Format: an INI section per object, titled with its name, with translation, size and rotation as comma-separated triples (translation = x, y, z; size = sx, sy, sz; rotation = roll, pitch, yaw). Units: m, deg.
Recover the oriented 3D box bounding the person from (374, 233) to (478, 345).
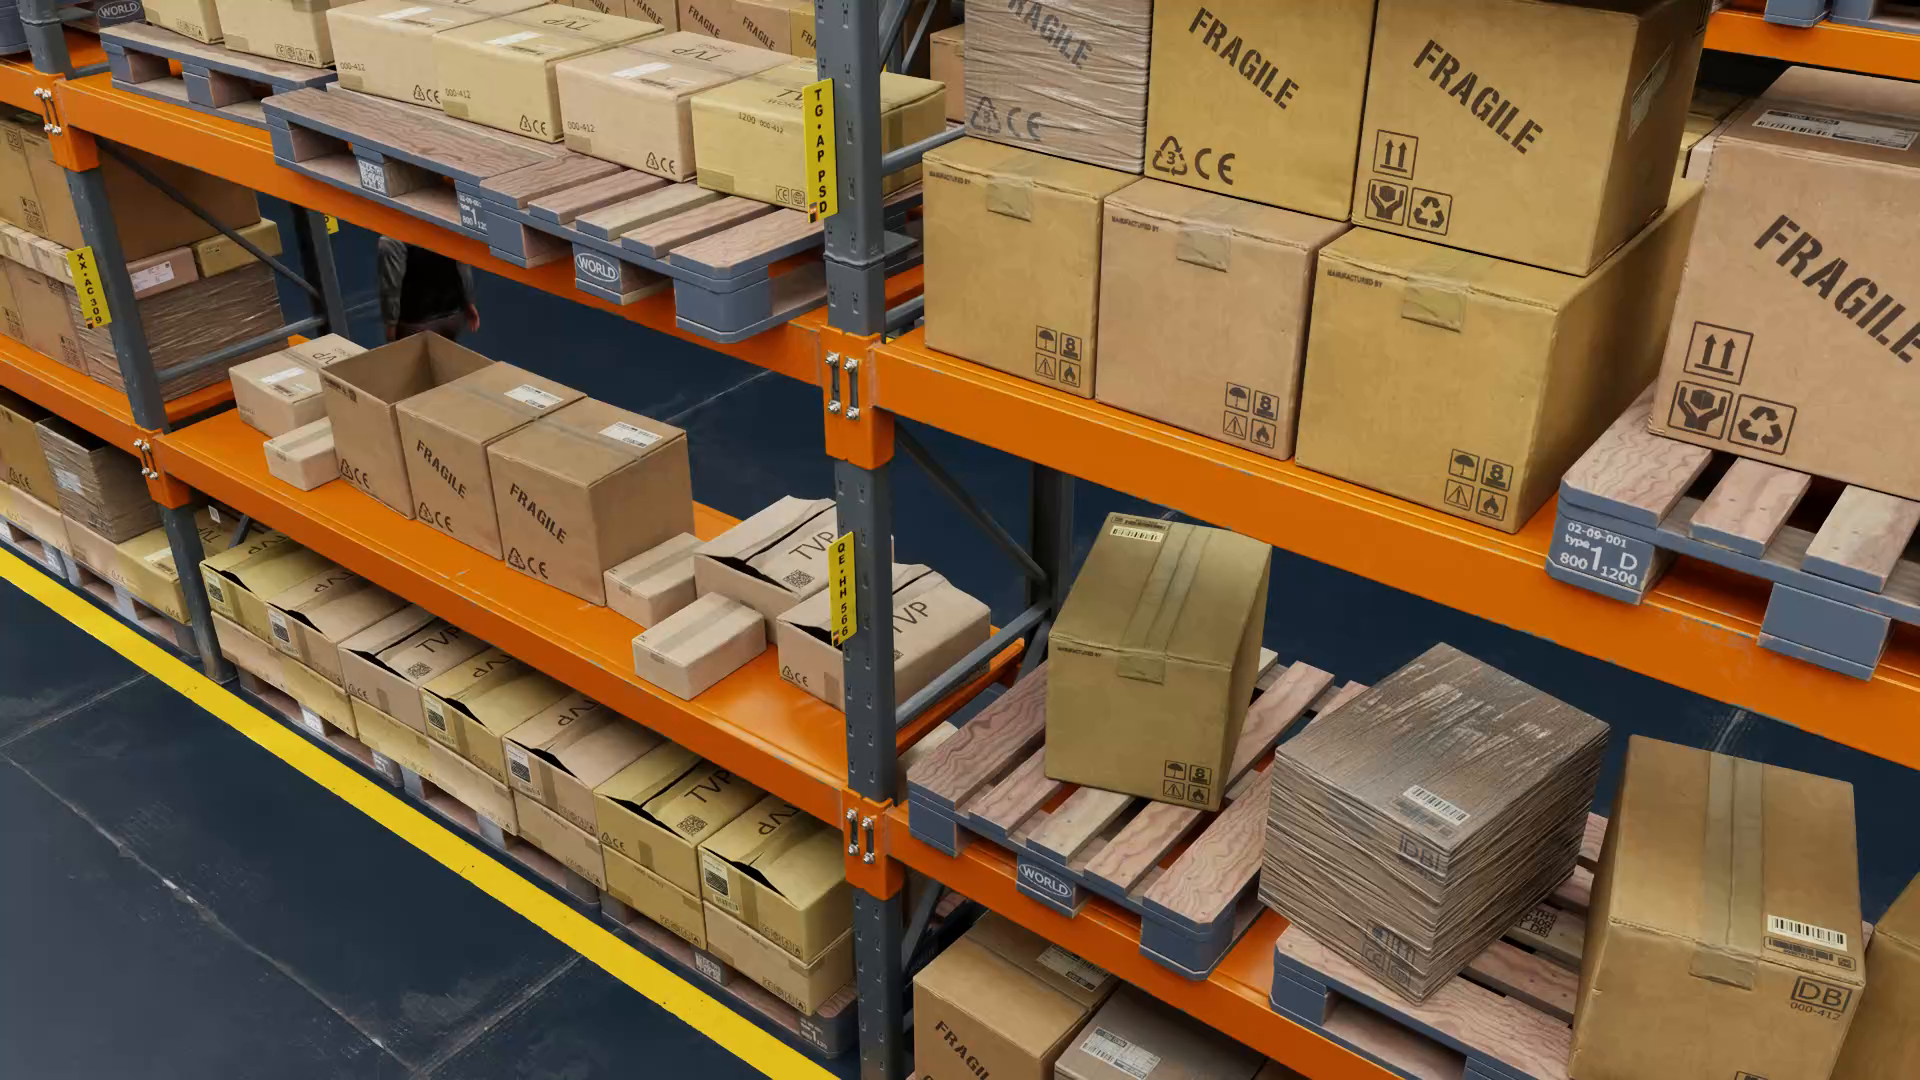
[person]
translation = -3.000, -1.252, 9.234
size = 0.476, 1.726, 0.560
rotation = 22, 37, 32
